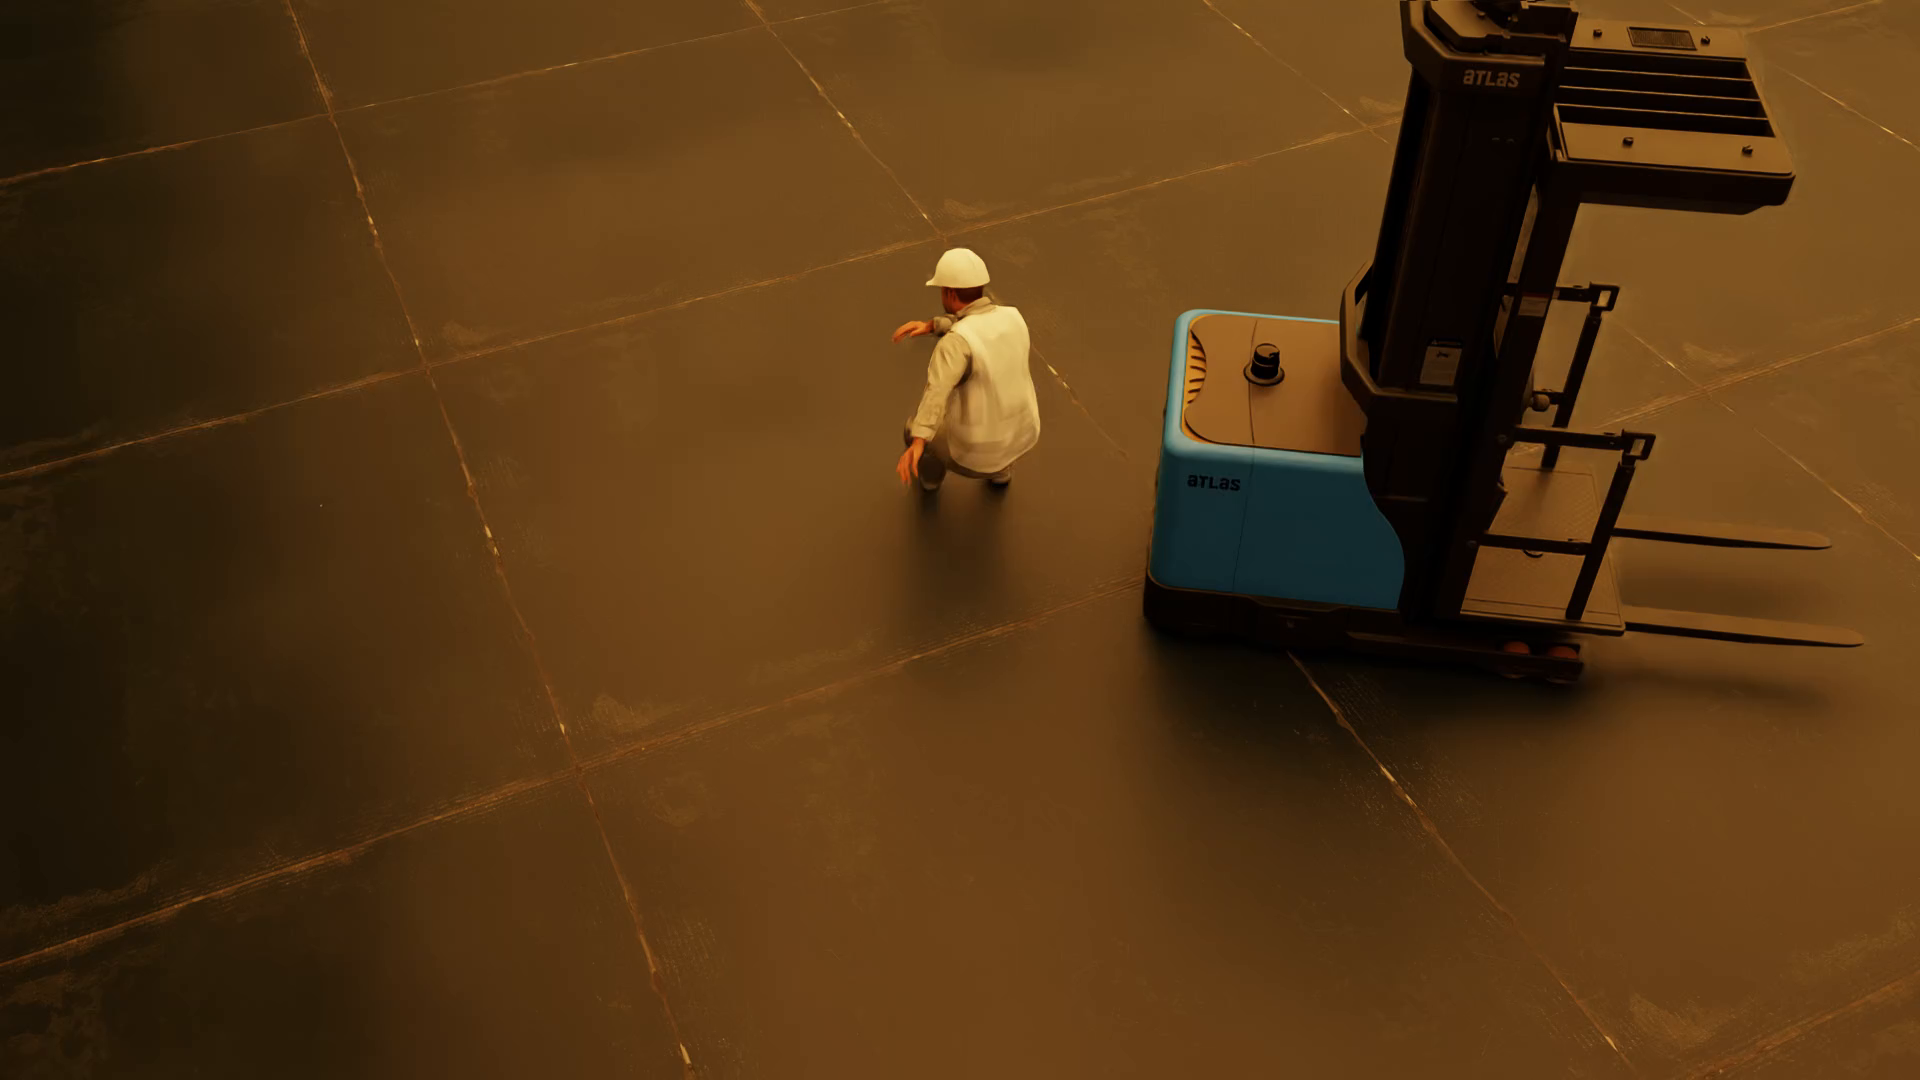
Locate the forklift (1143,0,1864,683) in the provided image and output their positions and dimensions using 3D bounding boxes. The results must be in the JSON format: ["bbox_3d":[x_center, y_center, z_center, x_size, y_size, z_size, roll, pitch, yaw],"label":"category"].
[{"bbox_3d":[2.374,-0.846,6.586,3.031,2.935,1.130,6,43,6],"label":"forklift"}]

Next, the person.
[{"bbox_3d":[-0.108,-0.568,7.411,1.178,1.478,0.935,-33,52,-31],"label":"person"}]
